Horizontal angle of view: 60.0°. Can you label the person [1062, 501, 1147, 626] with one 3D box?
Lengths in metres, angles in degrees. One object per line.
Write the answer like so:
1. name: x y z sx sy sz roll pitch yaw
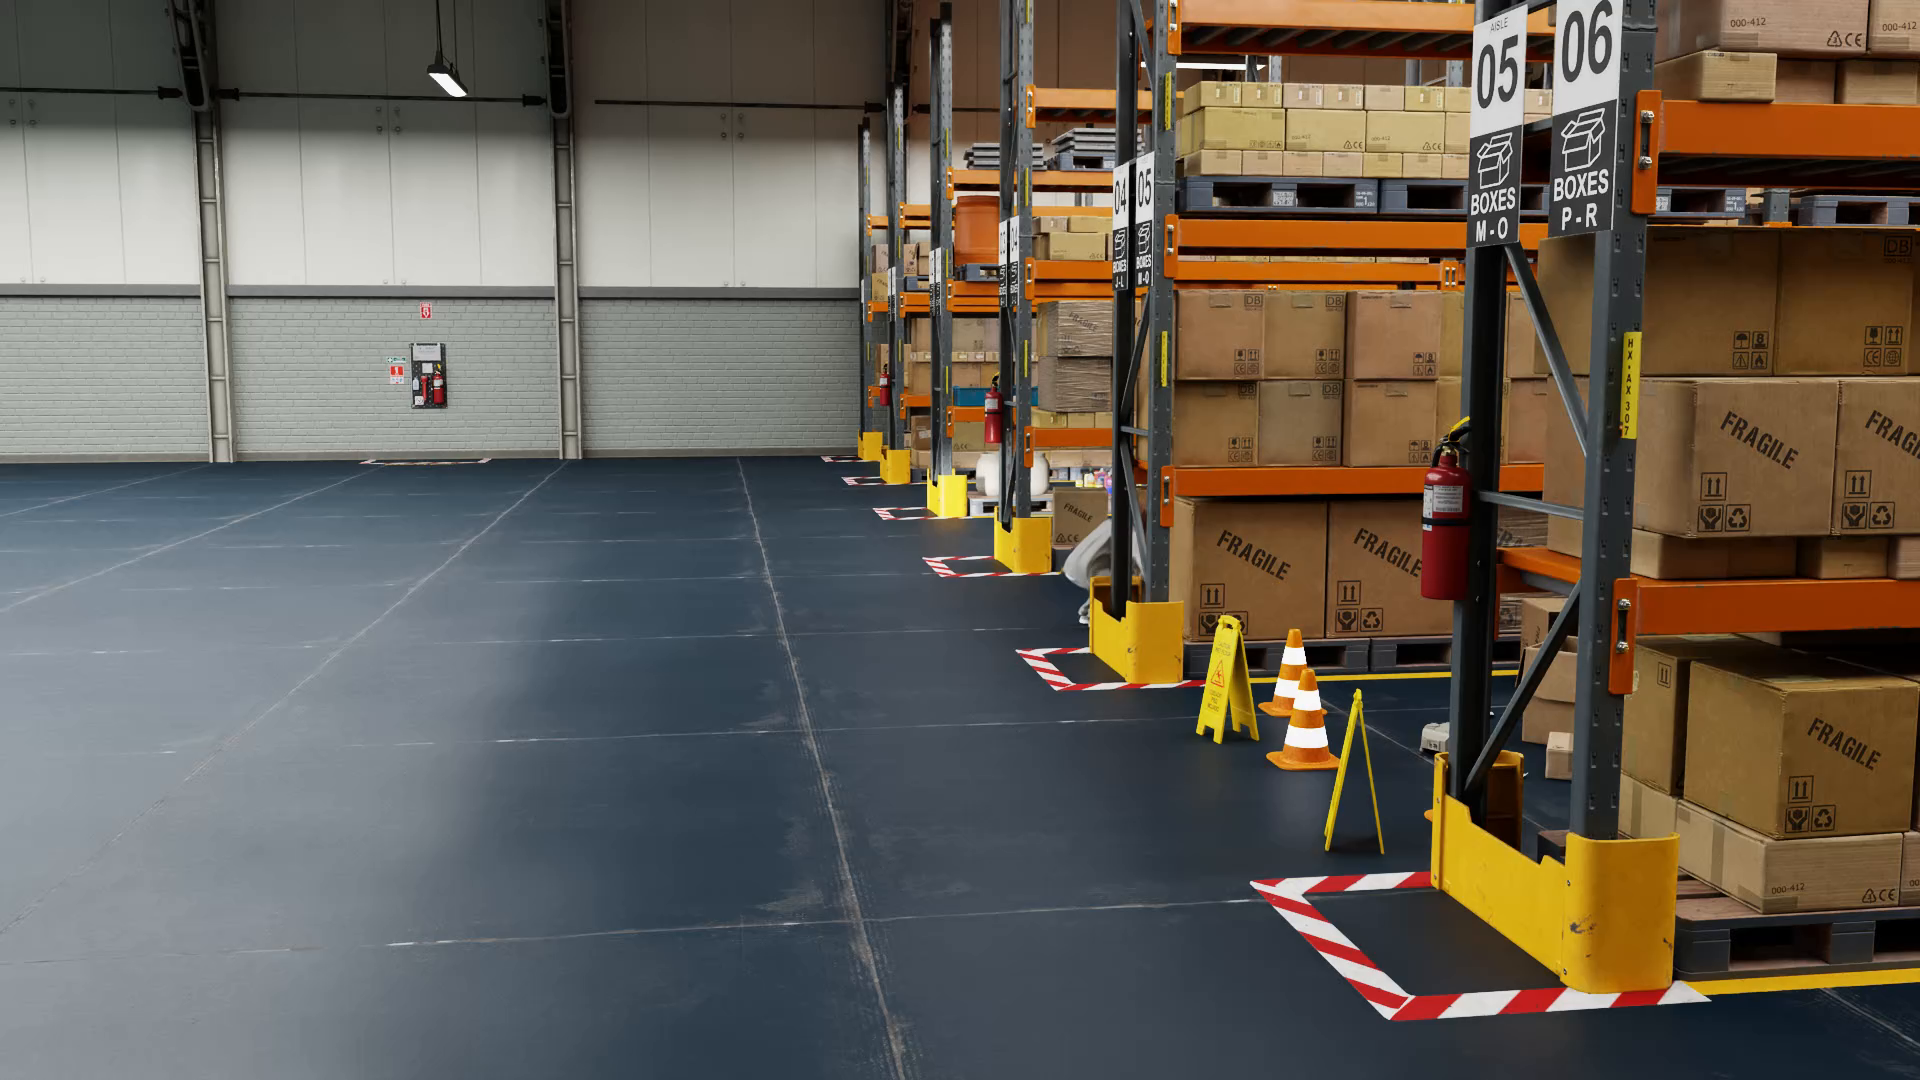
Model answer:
1. person: 1.143 0.189 12.197 0.793 0.906 0.424 -1 7 -10
